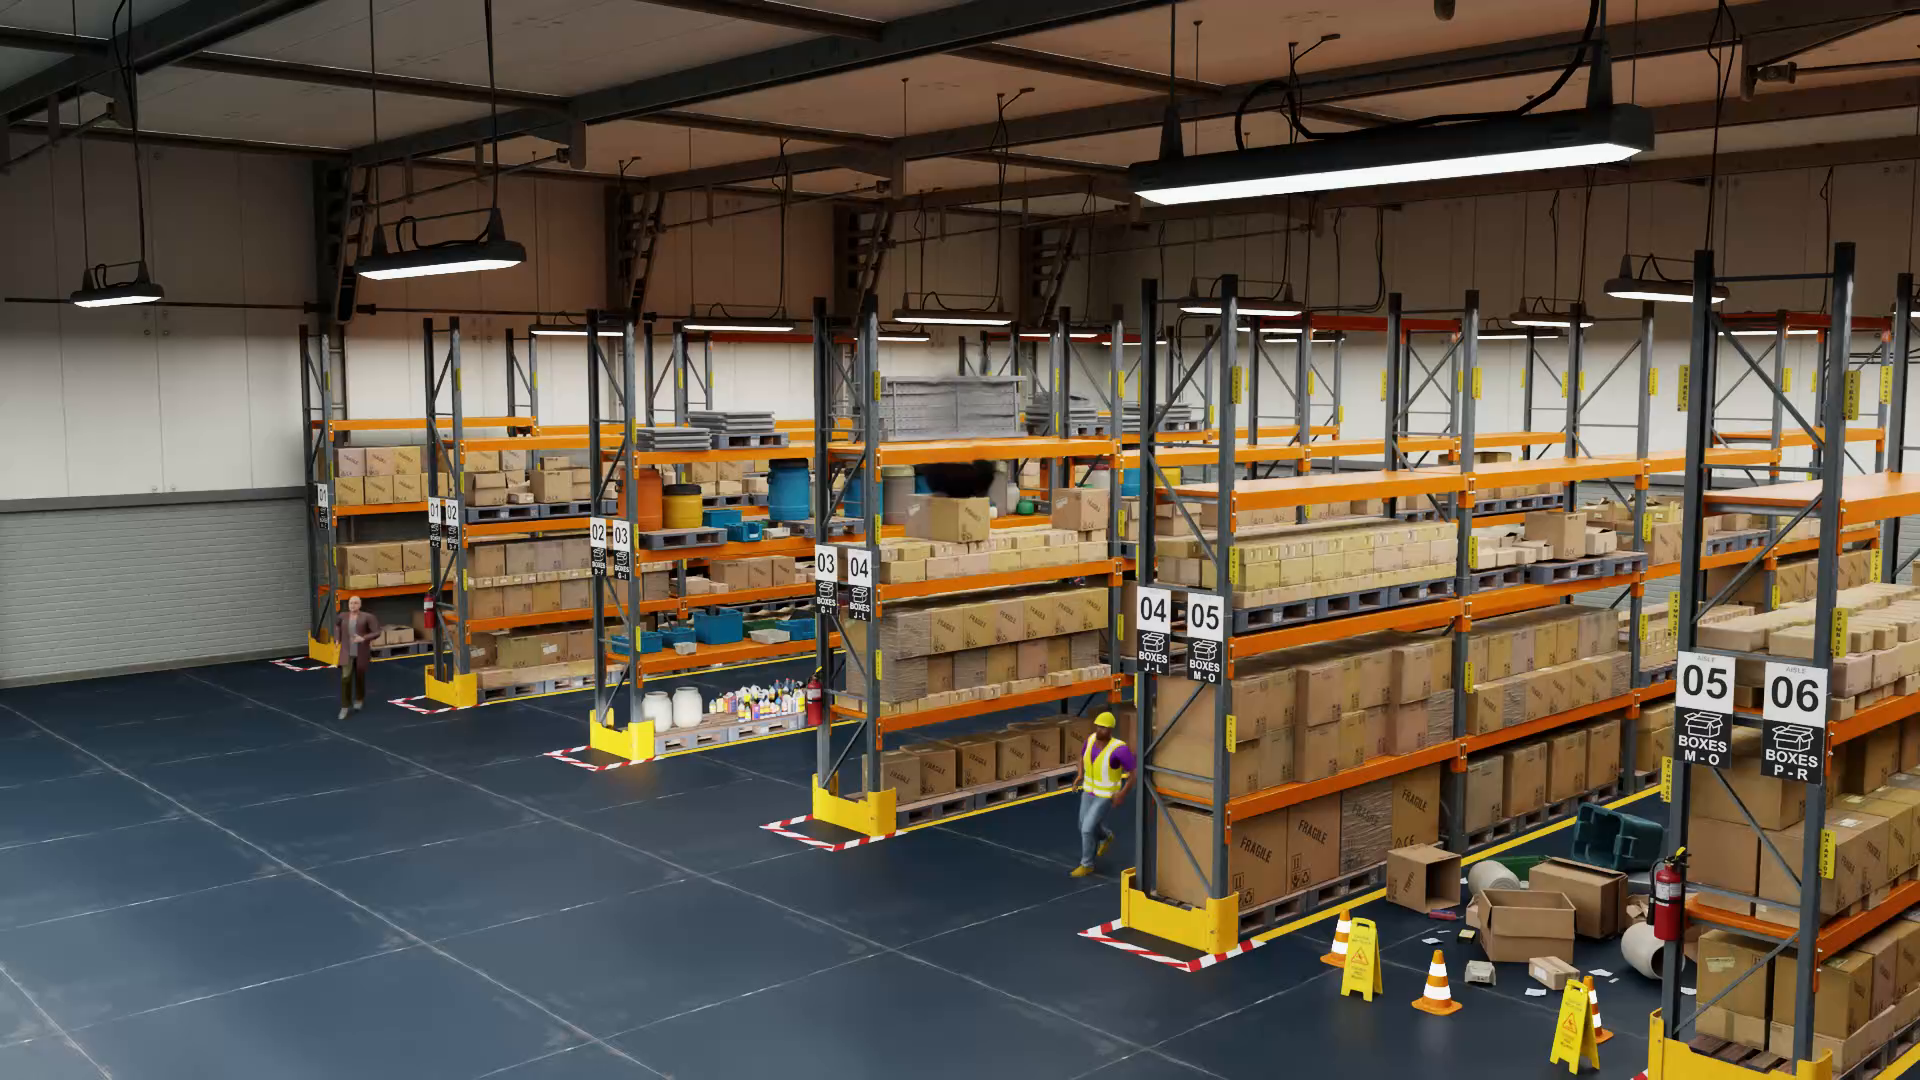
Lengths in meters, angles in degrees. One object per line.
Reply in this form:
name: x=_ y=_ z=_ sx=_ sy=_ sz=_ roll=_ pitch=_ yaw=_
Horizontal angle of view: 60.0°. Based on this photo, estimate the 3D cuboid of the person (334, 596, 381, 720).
person: x=-9.110 y=1.748 z=25.158 sx=0.706 sy=1.835 sz=0.856 roll=-1 pitch=6 yaw=-12

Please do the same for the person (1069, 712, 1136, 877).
person: x=1.527 y=2.600 z=17.101 sx=0.754 sy=1.730 sz=0.708 roll=6 pitch=8 yaw=44
